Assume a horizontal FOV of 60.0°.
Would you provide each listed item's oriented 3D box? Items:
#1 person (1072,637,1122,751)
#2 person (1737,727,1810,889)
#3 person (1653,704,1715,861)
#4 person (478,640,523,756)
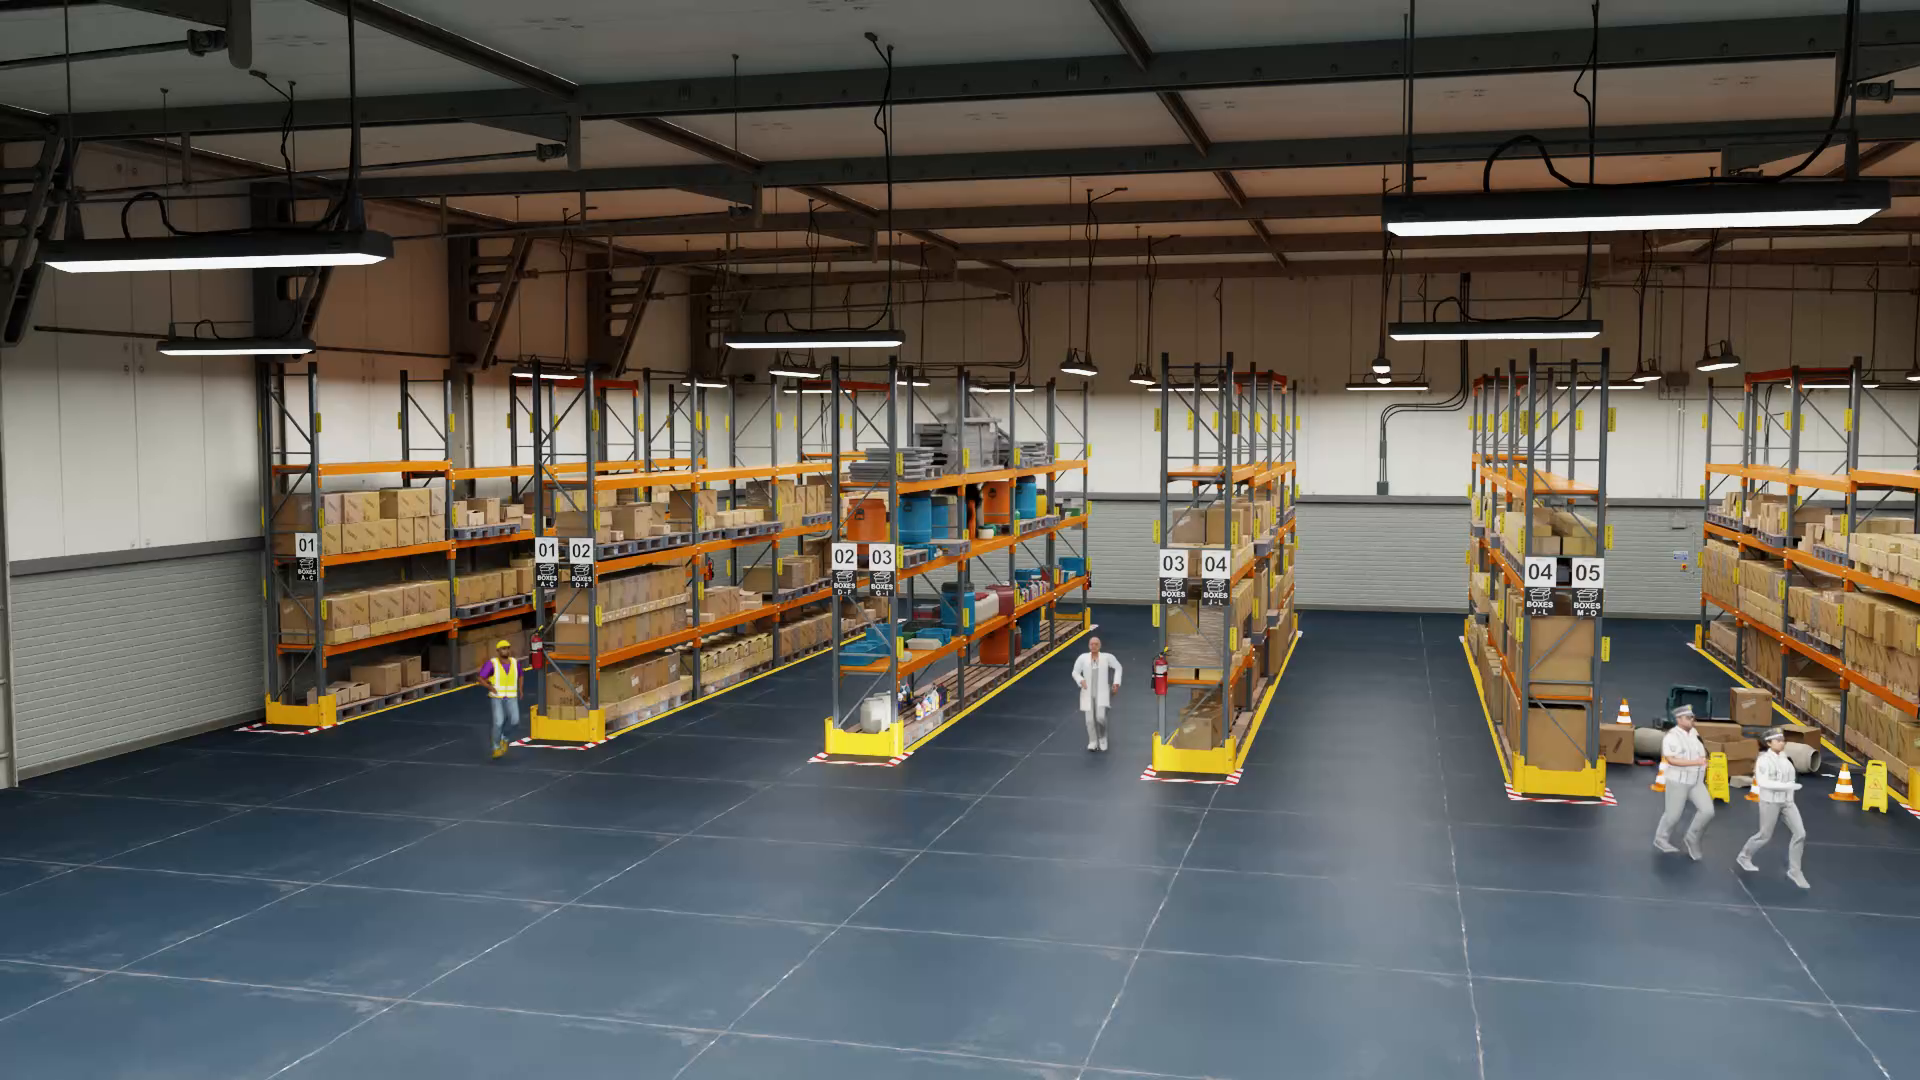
[{"bbox_3d":[2.063,2.351,25.225,0.747,1.756,0.680,1,4,11],"label":"person"},{"bbox_3d":[8.930,2.894,18.185,0.620,1.728,0.819,-2,4,-22],"label":"person"},{"bbox_3d":[8.332,2.789,19.084,0.637,1.818,0.736,-2,4,-23],"label":"person"},{"bbox_3d":[-6.856,2.379,25.008,0.722,1.736,0.536,-3,5,-32],"label":"person"}]
